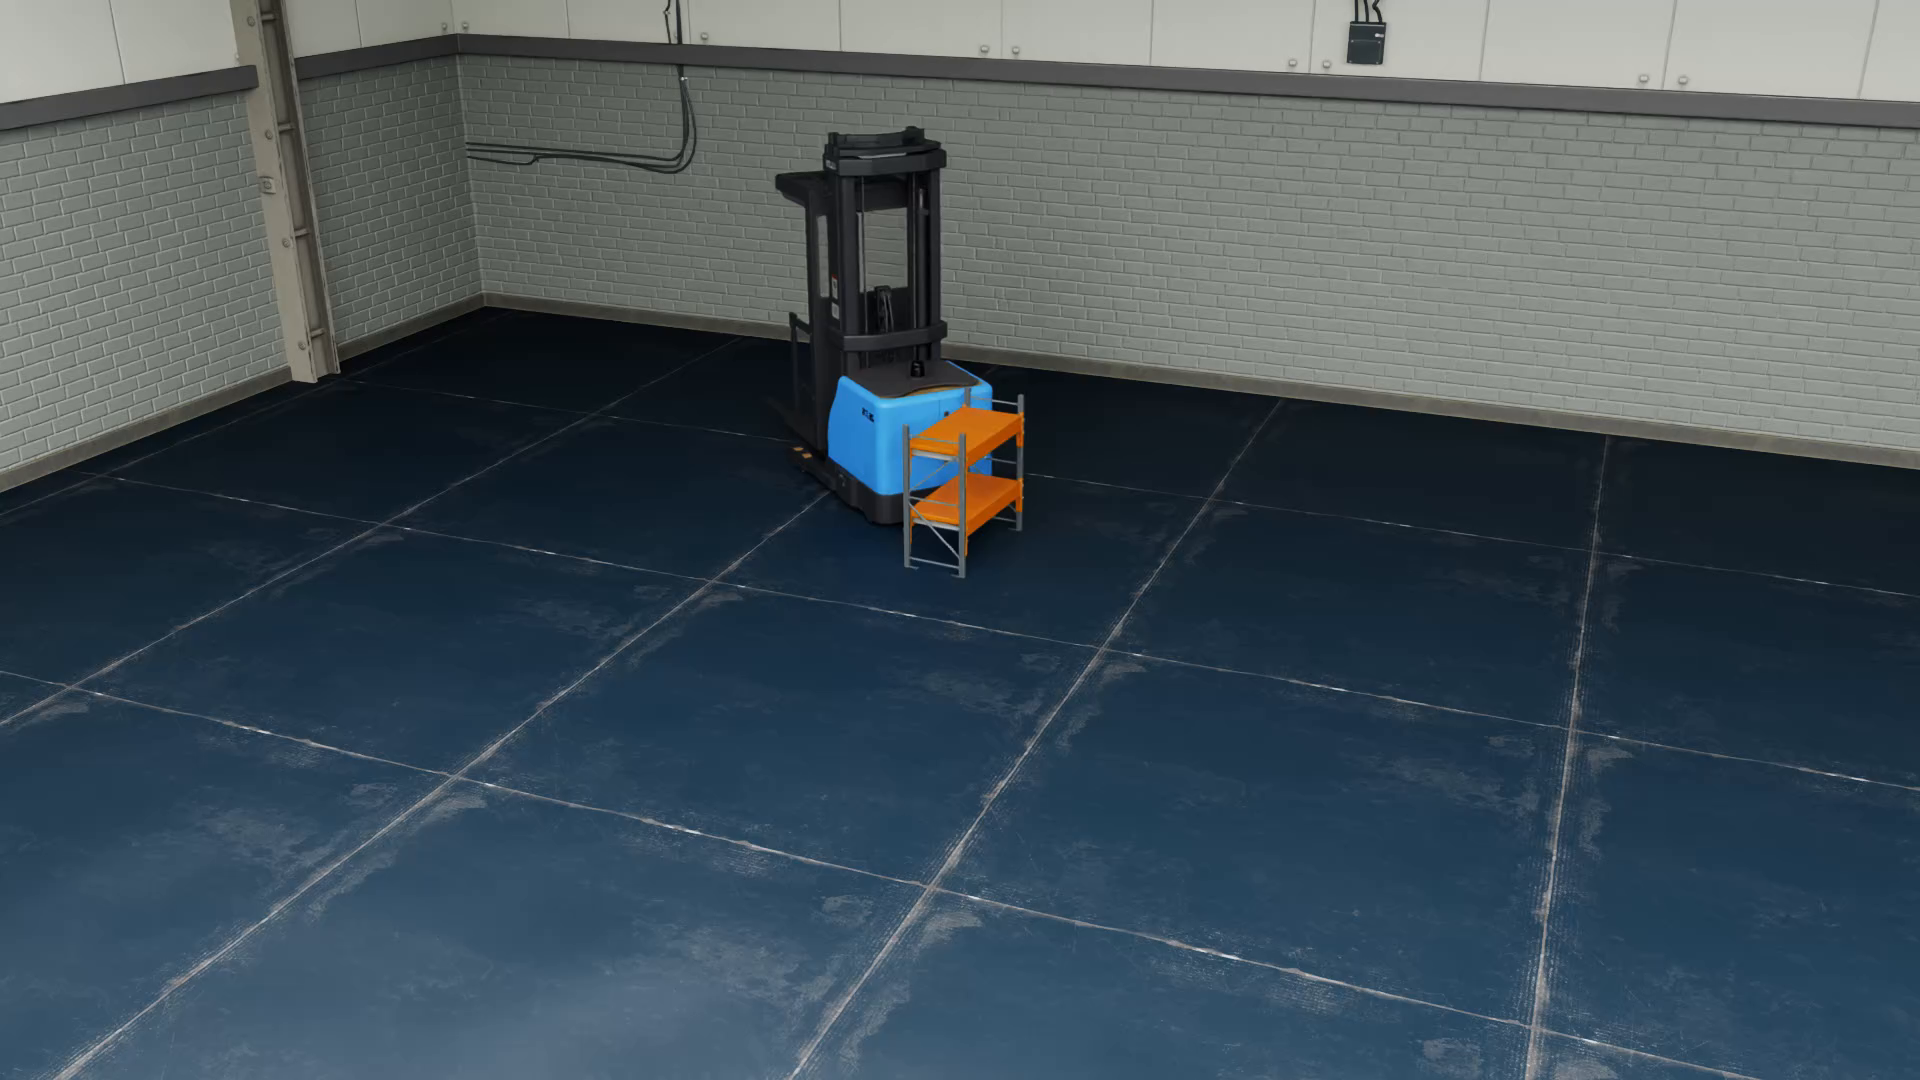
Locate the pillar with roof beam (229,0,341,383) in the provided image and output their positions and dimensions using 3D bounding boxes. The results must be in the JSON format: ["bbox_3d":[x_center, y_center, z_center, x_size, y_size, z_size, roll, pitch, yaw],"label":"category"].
[{"bbox_3d":[-2.583,-5.211,13.771,9.100,9.000,0.400,9,24,20],"label":"pillar with roof beam"}]

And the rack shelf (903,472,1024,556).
[{"bbox_3d":[0.038,-0.227,12.690,0.538,0.278,1.000,11,25,24],"label":"rack shelf"}]

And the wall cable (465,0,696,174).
[{"bbox_3d":[-4.258,-5.259,17.916,3.097,2.526,0.112,9,24,20],"label":"wall cable"}]

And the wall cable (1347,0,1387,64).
[{"bbox_3d":[4.551,-6.896,13.395,2.305,6.003,0.169,9,24,20],"label":"wall cable"}]

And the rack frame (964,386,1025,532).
[{"bbox_3d":[0.263,-0.628,13.017,0.500,1.125,0.032,11,25,24],"label":"rack frame"}]

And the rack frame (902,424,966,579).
[{"bbox_3d":[-0.188,-0.277,12.176,0.500,1.125,0.032,11,25,24],"label":"rack frame"}]

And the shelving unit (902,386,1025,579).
[{"bbox_3d":[0.038,-0.452,12.596,0.538,1.125,1.048,11,25,24],"label":"shelving unit"}]

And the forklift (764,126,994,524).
[{"bbox_3d":[-0.847,-2.007,13.974,1.130,2.935,3.031,-11,25,-25],"label":"forklift"}]

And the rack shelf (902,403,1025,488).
[{"bbox_3d":[0.038,-0.722,12.483,0.538,0.278,1.000,11,25,24],"label":"rack shelf"}]
